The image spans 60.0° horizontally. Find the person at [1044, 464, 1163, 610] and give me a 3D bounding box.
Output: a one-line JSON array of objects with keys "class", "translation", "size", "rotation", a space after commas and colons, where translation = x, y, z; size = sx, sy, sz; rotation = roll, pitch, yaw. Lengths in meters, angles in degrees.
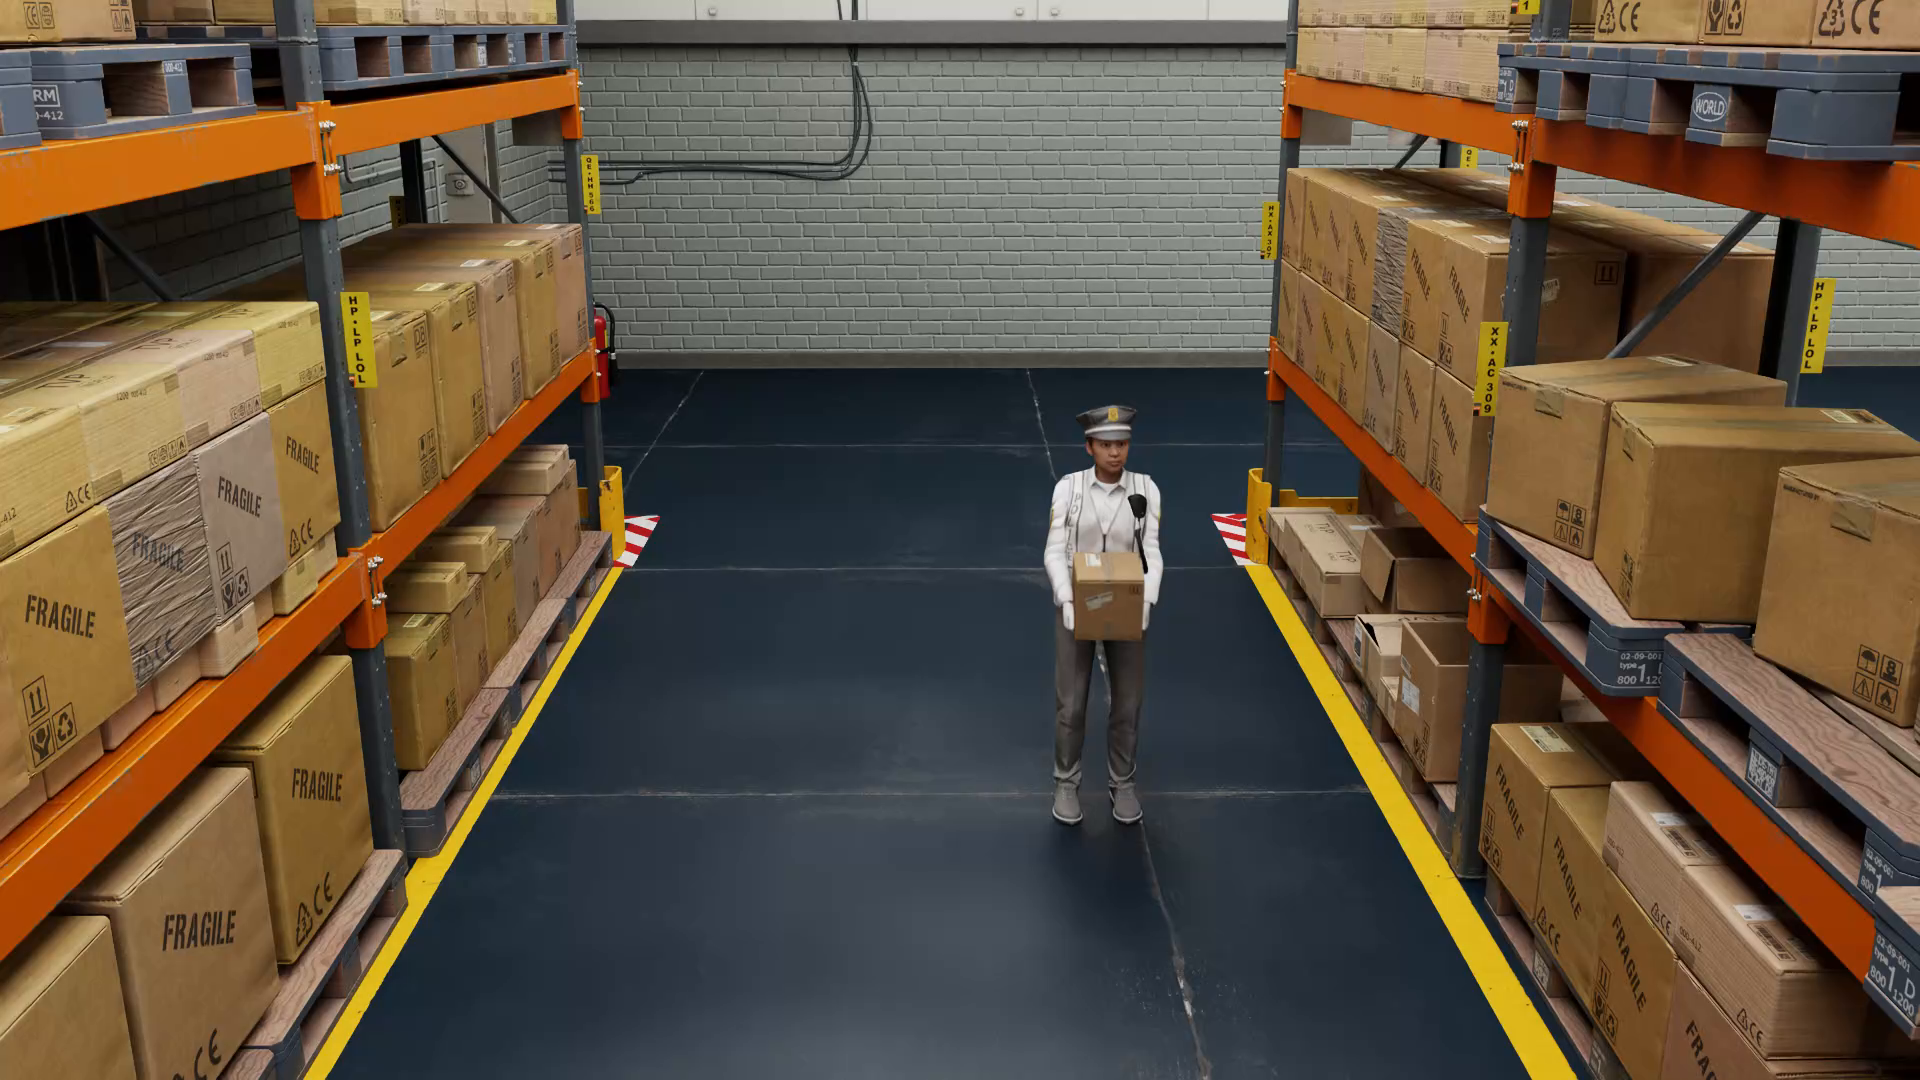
[{"class": "person", "translation": [0.556, 0.004, 6.440], "size": [0.459, 0.548, 0.412], "rotation": [0, 17, 0]}]
